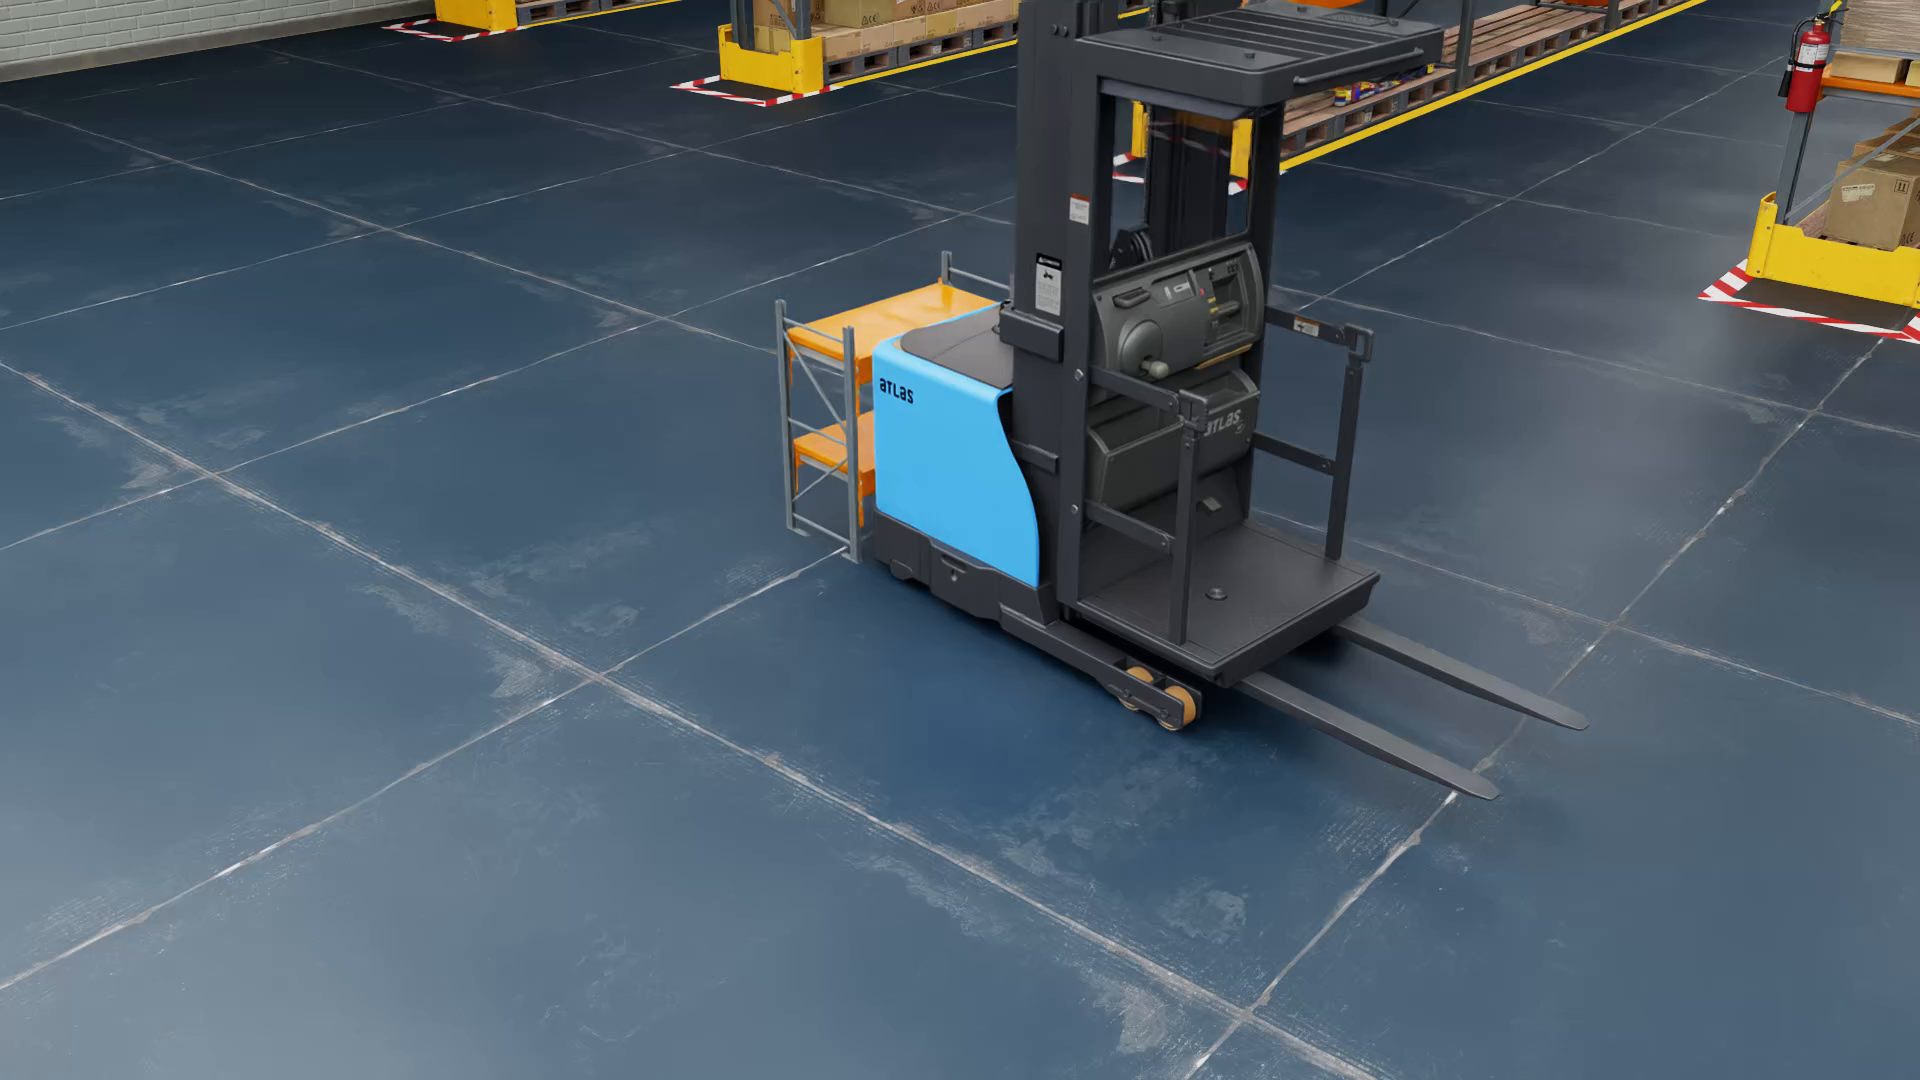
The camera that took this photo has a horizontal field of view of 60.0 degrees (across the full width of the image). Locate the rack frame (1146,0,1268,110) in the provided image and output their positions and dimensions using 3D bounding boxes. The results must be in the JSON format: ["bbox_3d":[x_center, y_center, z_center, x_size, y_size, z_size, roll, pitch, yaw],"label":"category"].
[{"bbox_3d":[1.964,-4.434,13.056,1.000,3.000,0.127,21,34,34],"label":"rack frame"}]

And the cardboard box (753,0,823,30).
[{"bbox_3d":[-1.744,-5.458,16.755,0.500,0.500,0.500,21,34,34],"label":"cardboard box"}]

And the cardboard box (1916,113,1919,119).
[{"bbox_3d":[7.352,-2.902,12.359,0.500,0.500,0.500,17,32,30],"label":"cardboard box"}]

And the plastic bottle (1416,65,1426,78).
[{"bbox_3d":[4.321,-4.558,15.701,0.144,0.351,0.185,20,33,33],"label":"plastic bottle"}]

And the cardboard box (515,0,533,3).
[{"bbox_3d":[-5.171,-6.549,19.593,0.500,0.311,0.500,17,32,29],"label":"cardboard box"}]

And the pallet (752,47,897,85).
[{"bbox_3d":[-1.402,-4.928,17.045,1.003,0.211,1.213,21,34,34],"label":"pallet"}]

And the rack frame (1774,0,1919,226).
[{"bbox_3d":[5.786,-2.986,10.258,1.000,3.000,0.127,21,34,34],"label":"rack frame"}]

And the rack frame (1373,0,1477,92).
[{"bbox_3d":[4.508,-5.852,15.797,1.000,3.000,0.127,21,34,34],"label":"rack frame"}]

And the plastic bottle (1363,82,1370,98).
[{"bbox_3d":[3.639,-4.126,14.952,0.097,0.271,0.097,0,27,0],"label":"plastic bottle"}]

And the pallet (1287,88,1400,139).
[{"bbox_3d":[3.273,-3.953,15.161,1.003,0.211,1.213,21,34,34],"label":"pallet"}]

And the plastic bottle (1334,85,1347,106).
[{"bbox_3d":[3.358,-3.969,14.648,0.097,0.271,0.097,0,27,0],"label":"plastic bottle"}]

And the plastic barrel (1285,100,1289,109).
[{"bbox_3d":[2.643,-3.949,14.369,0.421,0.512,0.421,0,27,0],"label":"plastic barrel"}]

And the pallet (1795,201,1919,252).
[{"bbox_3d":[6.378,-2.052,11.487,1.003,0.211,1.213,21,34,34],"label":"pallet"}]

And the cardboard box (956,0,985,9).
[{"bbox_3d":[-0.080,-6.019,17.839,0.500,0.500,0.500,21,34,34],"label":"cardboard box"}]

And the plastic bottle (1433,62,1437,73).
[{"bbox_3d":[4.518,-4.585,15.914,0.097,0.201,0.097,0,27,0],"label":"plastic bottle"}]

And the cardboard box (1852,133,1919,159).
[{"bbox_3d":[6.550,-2.501,11.583,0.500,0.500,0.500,-18,32,-31],"label":"cardboard box"}]

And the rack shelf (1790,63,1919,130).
[{"bbox_3d":[7.058,-3.376,11.794,1.077,0.370,4.000,21,34,34],"label":"rack shelf"}]

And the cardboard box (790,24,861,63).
[{"bbox_3d":[-1.343,-4.973,16.634,0.500,0.250,0.500,21,34,34],"label":"cardboard box"}]

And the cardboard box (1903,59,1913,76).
[{"bbox_3d":[5.968,-3.124,10.798,0.380,0.149,0.250,21,34,34],"label":"cardboard box"}]

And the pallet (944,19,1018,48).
[{"bbox_3d":[0.150,-5.793,18.717,1.003,0.211,1.213,21,34,34],"label":"pallet"}]

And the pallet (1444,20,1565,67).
[{"bbox_3d":[5.754,-5.338,17.838,1.003,0.211,1.213,21,34,34],"label":"pallet"}]

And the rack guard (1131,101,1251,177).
[{"bbox_3d":[1.976,-3.364,13.709,1.175,0.500,0.348,21,34,34],"label":"rack guard"}]

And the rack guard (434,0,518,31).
[{"bbox_3d":[-5.632,-6.246,19.279,1.175,0.500,0.348,21,34,34],"label":"rack guard"}]

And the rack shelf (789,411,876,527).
[{"bbox_3d":[-0.269,-0.424,7.878,1.000,0.278,0.538,-24,36,-38],"label":"rack shelf"}]

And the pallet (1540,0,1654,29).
[{"bbox_3d":[7.522,-6.323,19.743,1.003,0.211,1.213,21,34,34],"label":"pallet"}]

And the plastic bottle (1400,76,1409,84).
[{"bbox_3d":[4.128,-4.390,15.449,0.061,0.283,0.133,23,35,38],"label":"plastic bottle"}]

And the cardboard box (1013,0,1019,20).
[{"bbox_3d":[0.562,-6.038,18.692,0.500,0.250,0.500,21,34,34],"label":"cardboard box"}]

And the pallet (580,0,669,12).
[{"bbox_3d":[-4.312,-6.826,20.715,1.003,0.211,1.213,21,34,34],"label":"pallet"}]

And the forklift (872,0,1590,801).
[{"bbox_3d":[0.988,-0.842,6.188,1.130,2.935,3.031,-23,35,-38],"label":"forklift"}]

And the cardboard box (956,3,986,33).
[{"bbox_3d":[-0.070,-5.682,18.004,0.500,0.250,0.500,21,34,34],"label":"cardboard box"}]

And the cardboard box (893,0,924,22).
[{"bbox_3d":[-0.718,-5.665,17.155,0.500,0.500,0.500,21,34,34],"label":"cardboard box"}]

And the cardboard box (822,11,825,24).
[{"bbox_3d":[-1.434,-5.305,17.276,0.500,0.250,0.500,21,34,34],"label":"cardboard box"}]

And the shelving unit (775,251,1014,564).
[{"bbox_3d":[-0.269,-0.642,7.766,1.048,1.125,0.538,-24,36,-38],"label":"shelving unit"}]

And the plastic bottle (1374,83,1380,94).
[{"bbox_3d":[3.768,-4.198,15.090,0.097,0.271,0.097,0,27,0],"label":"plastic bottle"}]

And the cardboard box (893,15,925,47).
[{"bbox_3d":[-0.709,-5.328,17.321,0.500,0.250,0.500,21,34,34],"label":"cardboard box"}]

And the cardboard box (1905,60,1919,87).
[{"bbox_3d":[6.151,-2.906,10.376,0.380,0.149,0.250,21,34,34],"label":"cardboard box"}]

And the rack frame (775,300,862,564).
[{"bbox_3d":[-0.632,-0.478,7.450,0.032,1.125,0.500,-24,36,-38],"label":"rack frame"}]

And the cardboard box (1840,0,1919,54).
[{"bbox_3d":[6.157,-3.350,10.528,0.875,0.500,0.500,21,34,34],"label":"cardboard box"}]

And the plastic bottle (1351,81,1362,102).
[{"bbox_3d":[3.516,-4.049,14.790,0.061,0.283,0.133,21,34,35],"label":"plastic bottle"}]

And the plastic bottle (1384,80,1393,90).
[{"bbox_3d":[3.887,-4.286,15.256,0.152,0.276,0.135,21,34,35],"label":"plastic bottle"}]
